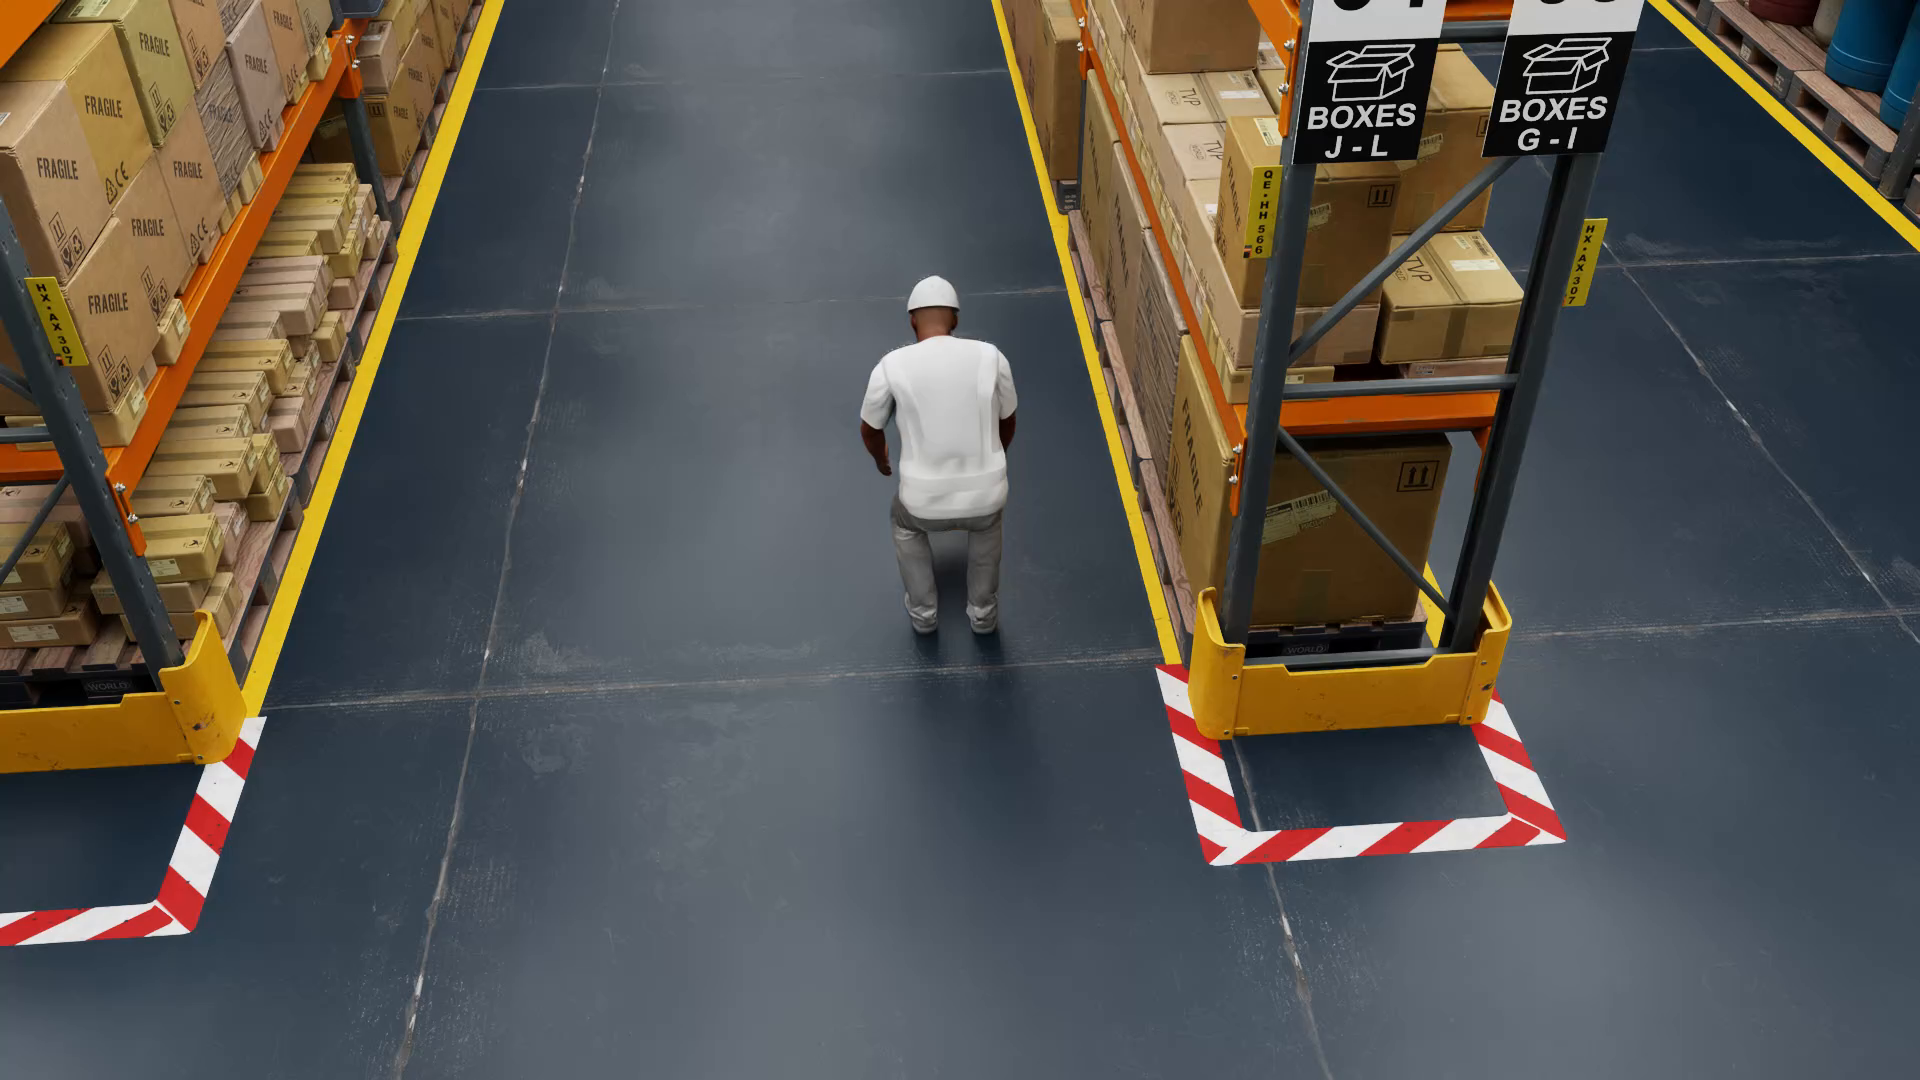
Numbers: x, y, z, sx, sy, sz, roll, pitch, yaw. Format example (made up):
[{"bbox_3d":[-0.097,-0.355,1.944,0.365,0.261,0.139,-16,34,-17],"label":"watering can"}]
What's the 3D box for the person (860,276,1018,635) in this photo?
[{"bbox_3d":[-0.079,-0.286,6.710,0.629,1.490,0.708,-3,39,-4],"label":"person"}]
